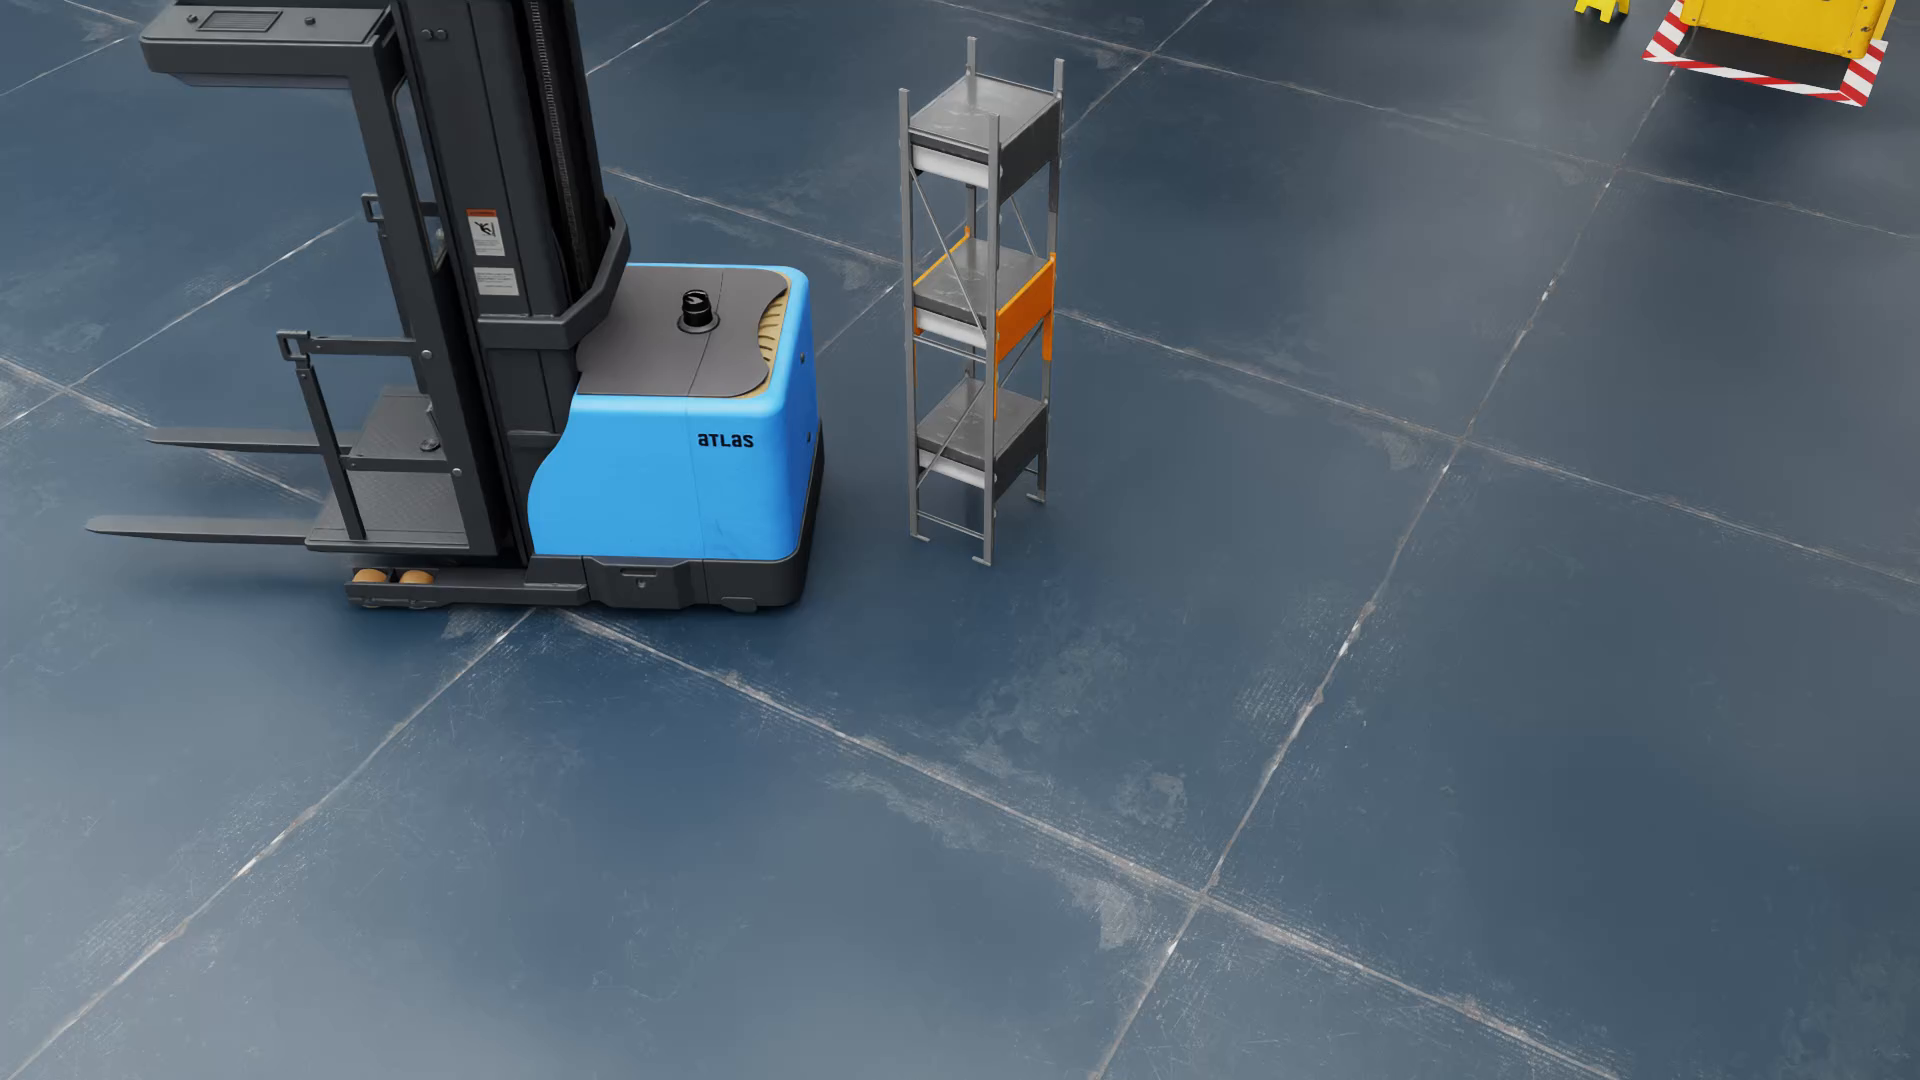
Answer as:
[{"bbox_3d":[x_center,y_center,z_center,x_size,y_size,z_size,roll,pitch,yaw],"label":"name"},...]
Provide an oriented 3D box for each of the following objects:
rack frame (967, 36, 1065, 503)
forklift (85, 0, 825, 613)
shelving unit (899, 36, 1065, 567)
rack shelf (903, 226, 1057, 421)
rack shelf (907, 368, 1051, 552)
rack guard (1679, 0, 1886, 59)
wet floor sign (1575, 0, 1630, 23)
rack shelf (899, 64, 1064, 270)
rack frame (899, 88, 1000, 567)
[{"bbox_3d":[0.205,-1.022,6.822,0.400,2.100,0.015,21,45,22],"label":"rack frame"},{"bbox_3d":[-2.145,-1.160,6.349,3.031,2.935,1.130,2,41,2],"label":"forklift"},{"bbox_3d":[0.083,-0.883,6.664,0.431,2.100,0.503,21,45,22],"label":"shelving unit"},{"bbox_3d":[0.083,-0.872,6.673,0.431,0.518,0.480,21,45,22],"label":"rack shelf"},{"bbox_3d":[0.083,-0.347,7.135,0.431,0.518,0.480,21,45,22],"label":"rack shelf"},{"bbox_3d":[5.430,-3.584,10.941,1.175,0.500,0.348,21,45,22],"label":"rack guard"},{"bbox_3d":[4.370,-3.840,11.122,0.232,0.644,0.267,-29,49,-29],"label":"wet floor sign"},{"bbox_3d":[0.083,-1.398,6.210,0.431,0.518,0.480,21,45,22],"label":"rack shelf"},{"bbox_3d":[-0.039,-0.743,6.505,0.400,2.100,0.015,21,45,22],"label":"rack frame"}]
